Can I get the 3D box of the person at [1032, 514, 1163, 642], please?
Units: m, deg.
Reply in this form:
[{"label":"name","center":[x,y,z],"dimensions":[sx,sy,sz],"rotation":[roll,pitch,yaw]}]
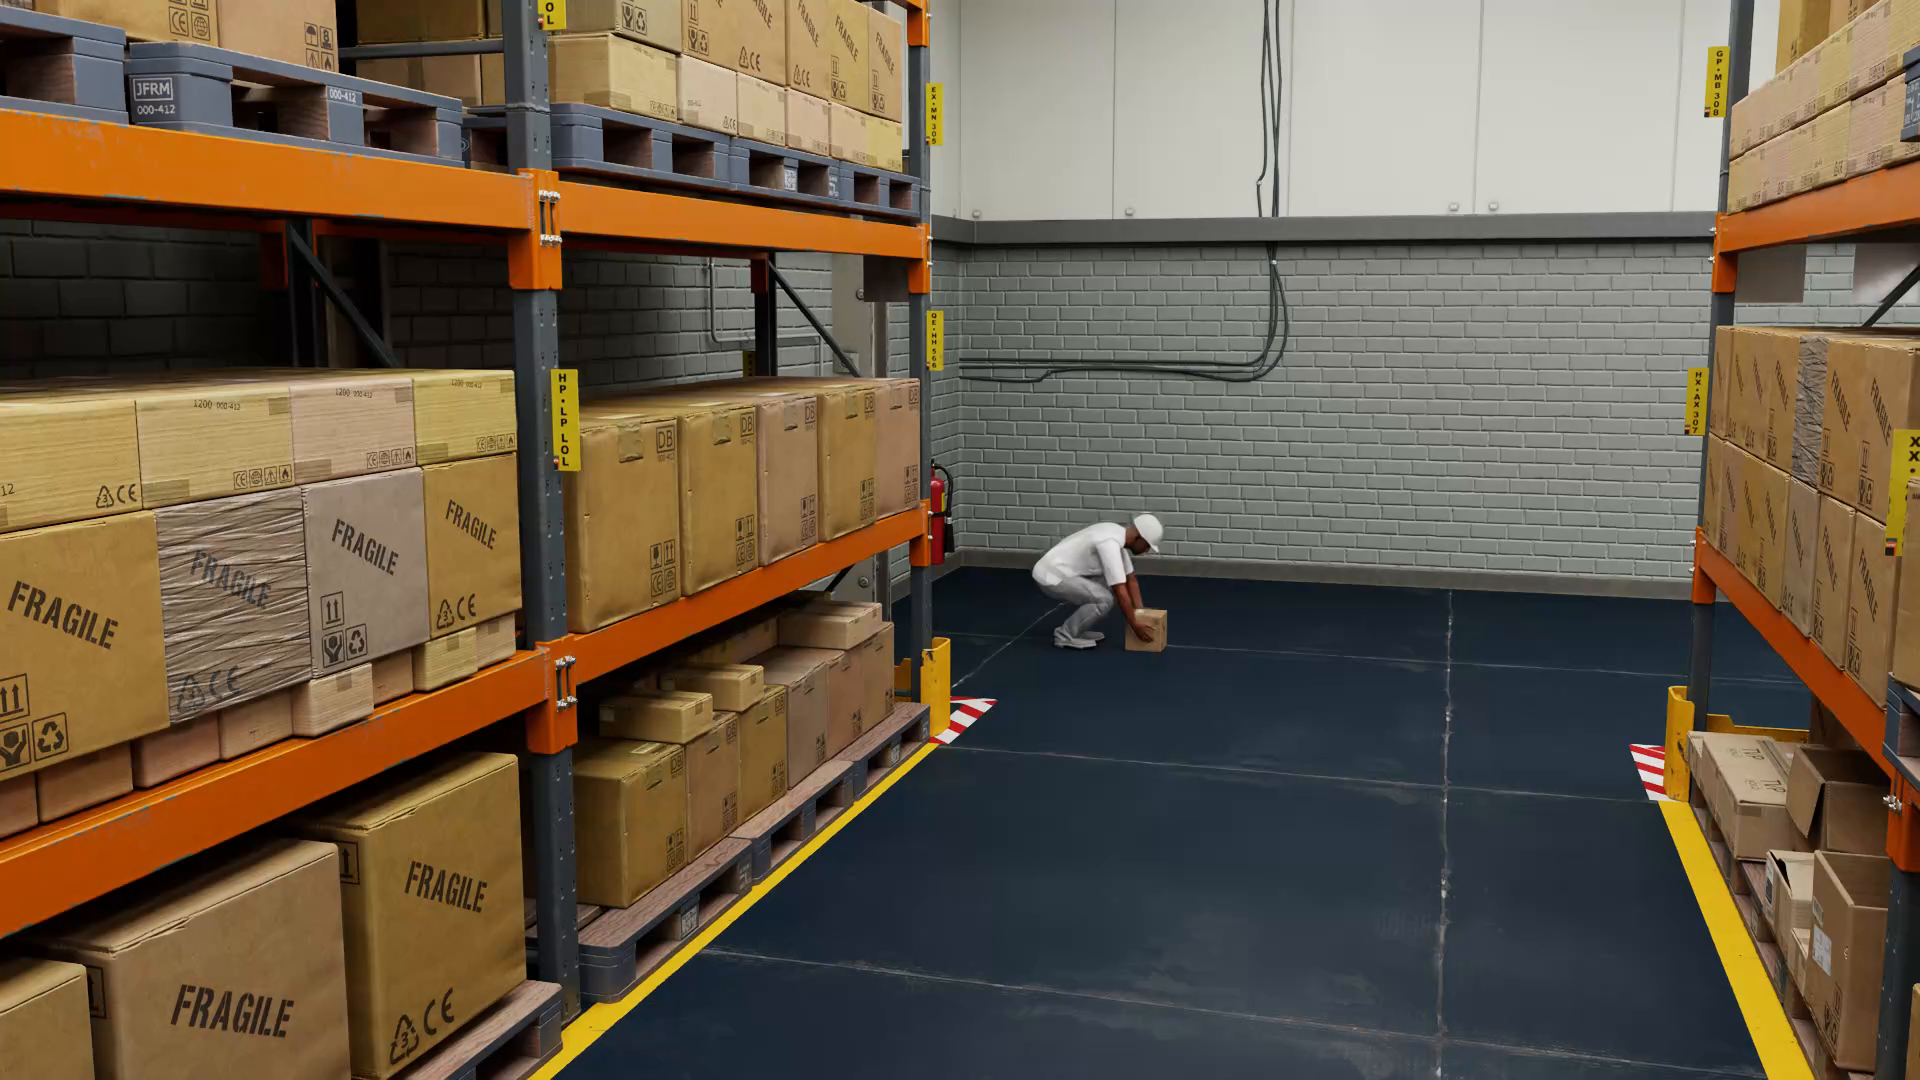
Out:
[{"label":"person","center":[0.977,0.245,11.735],"dimensions":[0.899,0.878,0.572],"rotation":[2,9,16]}]
